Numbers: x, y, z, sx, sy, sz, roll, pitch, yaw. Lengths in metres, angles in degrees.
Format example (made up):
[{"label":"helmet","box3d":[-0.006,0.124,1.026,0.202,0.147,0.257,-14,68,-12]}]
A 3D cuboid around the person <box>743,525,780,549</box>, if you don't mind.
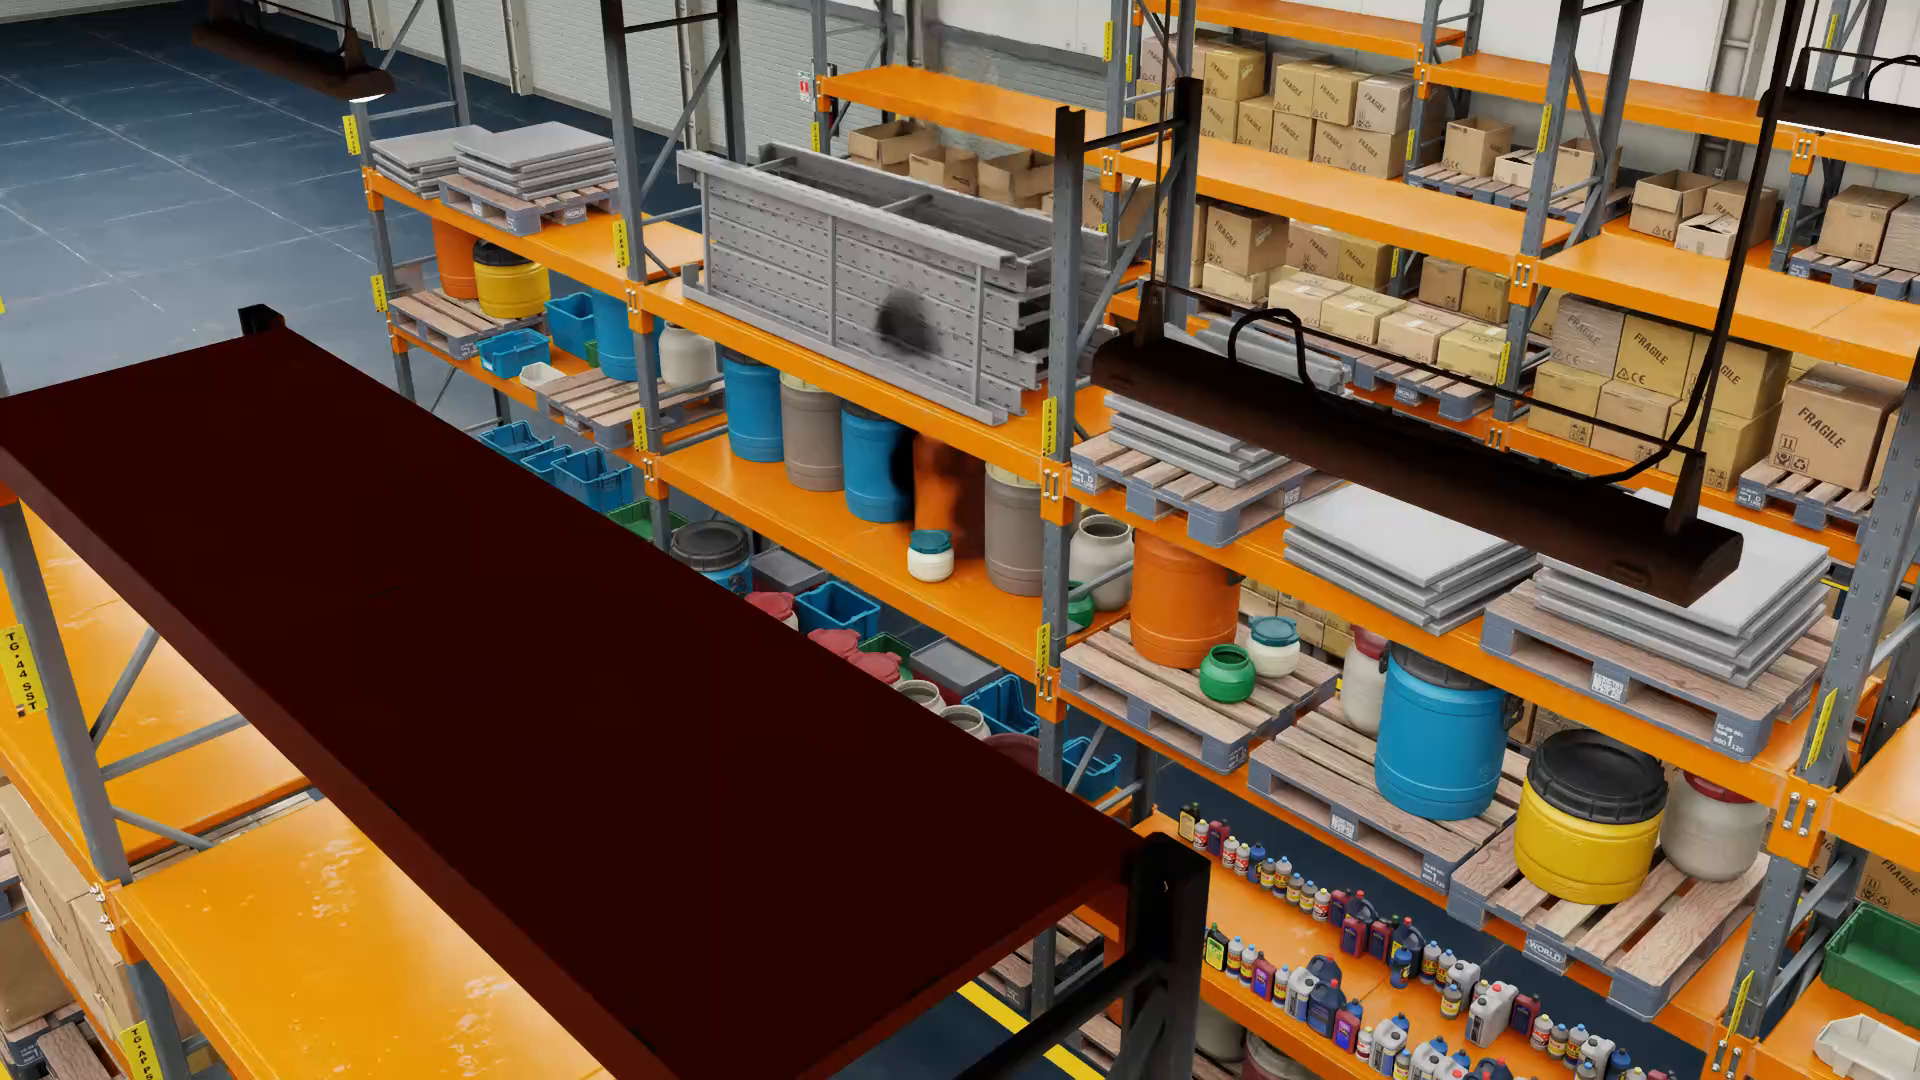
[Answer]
[{"label":"person","box3d":[-1.942,-0.407,15.857,0.678,1.658,0.490,-25,37,-38]}]
